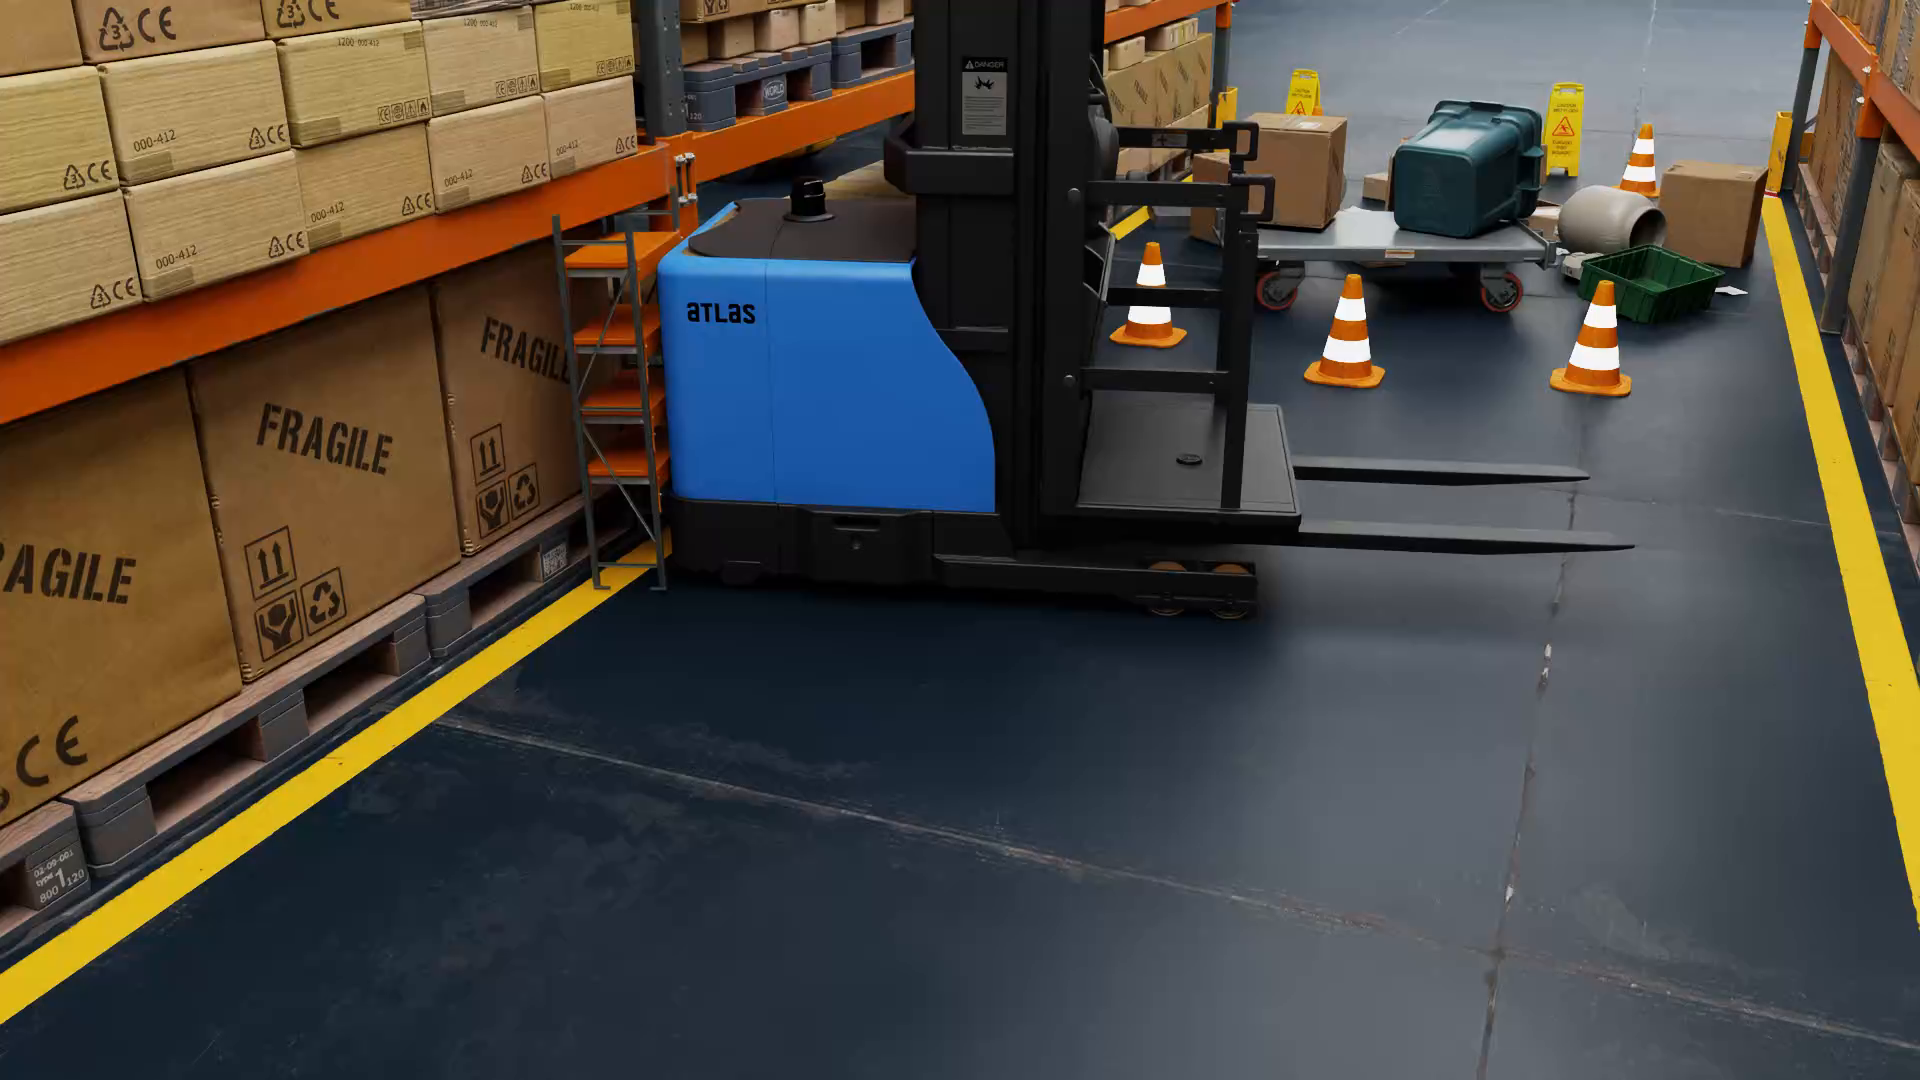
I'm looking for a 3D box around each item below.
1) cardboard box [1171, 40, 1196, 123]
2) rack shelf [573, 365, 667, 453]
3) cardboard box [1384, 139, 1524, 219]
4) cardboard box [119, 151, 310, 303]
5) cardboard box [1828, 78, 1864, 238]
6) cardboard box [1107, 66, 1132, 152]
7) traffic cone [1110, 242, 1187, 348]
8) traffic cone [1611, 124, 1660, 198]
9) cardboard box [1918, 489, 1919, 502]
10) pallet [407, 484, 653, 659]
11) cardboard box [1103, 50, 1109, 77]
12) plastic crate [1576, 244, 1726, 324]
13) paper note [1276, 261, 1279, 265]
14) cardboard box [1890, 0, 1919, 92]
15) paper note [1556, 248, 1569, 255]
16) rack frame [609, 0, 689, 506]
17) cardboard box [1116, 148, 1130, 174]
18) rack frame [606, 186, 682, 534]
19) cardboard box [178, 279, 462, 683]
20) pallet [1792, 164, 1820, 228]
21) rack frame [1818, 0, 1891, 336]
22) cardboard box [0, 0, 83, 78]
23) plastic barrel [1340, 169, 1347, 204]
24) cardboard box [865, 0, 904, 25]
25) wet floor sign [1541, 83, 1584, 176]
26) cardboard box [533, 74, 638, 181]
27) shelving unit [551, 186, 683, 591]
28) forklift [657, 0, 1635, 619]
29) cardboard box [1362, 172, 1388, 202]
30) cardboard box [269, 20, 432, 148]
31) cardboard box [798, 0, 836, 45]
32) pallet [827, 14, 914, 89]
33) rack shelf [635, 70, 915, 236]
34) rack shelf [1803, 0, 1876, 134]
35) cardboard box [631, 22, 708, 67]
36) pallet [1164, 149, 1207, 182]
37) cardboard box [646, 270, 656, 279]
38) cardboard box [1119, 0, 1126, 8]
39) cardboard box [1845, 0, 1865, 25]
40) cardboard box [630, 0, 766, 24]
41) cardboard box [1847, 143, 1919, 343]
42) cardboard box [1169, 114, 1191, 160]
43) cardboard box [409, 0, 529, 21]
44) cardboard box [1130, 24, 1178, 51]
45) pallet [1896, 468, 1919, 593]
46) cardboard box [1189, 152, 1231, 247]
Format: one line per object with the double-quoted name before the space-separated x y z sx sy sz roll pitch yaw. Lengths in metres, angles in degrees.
"cardboard box" 1.320 -3.209 11.591 0.500 0.500 0.500 10 25 22
"rack shelf" -1.042 -0.427 5.370 0.258 0.148 0.480 1 22 7
"cardboard box" 2.924 -2.034 9.789 0.797 0.637 0.503 9 24 20
"cardboard box" -1.893 -0.750 3.848 0.500 0.250 0.500 8 24 19
"cardboard box" 5.343 -2.097 9.091 0.875 0.875 0.875 9 24 20
"cardboard box" 0.738 -2.655 10.264 0.500 0.500 0.500 10 25 22
"traffic cone" 0.919 -1.203 8.031 0.336 0.463 0.334 9 24 20
"traffic cone" 4.684 -2.620 11.422 0.336 0.463 0.334 9 24 20
"cardboard box" 3.537 -0.275 4.891 1.050 0.750 0.750 8 24 19
"pallet" -1.769 -0.029 5.545 1.003 0.211 1.213 9 24 20
"cardboard box" 0.652 -2.797 9.763 0.380 0.149 0.250 9 24 21
"plastic crate" 3.562 -1.325 8.603 0.662 0.188 0.450 -17 38 -35
"paper note" 1.861 -1.594 9.526 0.148 0.019 0.142 9 24 20
"cardboard box" 4.081 -2.061 6.664 0.500 0.500 0.500 9 24 20
"paper note" 3.519 -1.720 9.838 0.172 0.023 0.155 19 29 38
"rack frame" -1.406 -1.587 5.657 1.000 3.000 0.127 9 24 20
"cardboard box" 0.738 -2.308 10.407 0.500 0.250 0.500 10 25 23
"rack frame" -1.016 -0.579 5.570 0.240 1.200 0.015 1 22 7
"cardboard box" -2.075 -0.246 4.660 0.875 0.875 0.875 9 24 21
"pallet" 5.975 -2.193 10.727 1.003 0.211 1.213 9 24 20
"rack frame" 4.714 -2.346 7.474 1.000 3.000 0.127 9 24 20
"cardboard box" -2.109 -1.144 3.171 0.500 0.500 0.500 8 24 19
"plastic barrel" 2.204 -2.305 10.719 0.421 0.421 0.512 -12 25 -26
"cardboard box" -0.467 -2.326 7.207 0.380 0.149 0.250 10 25 22
"wet floor sign" 4.372 -2.985 12.058 0.267 0.644 0.232 5 23 11
"cardboard box" -1.352 -1.299 5.164 0.500 0.250 0.500 8 24 18
"shelving unit" -1.044 -0.490 5.345 0.258 1.200 0.503 1 22 7
"forklift" 0.619 -1.324 5.117 3.031 2.935 1.130 3 23 6
"cardboard box" 2.955 -2.376 11.246 0.250 0.149 0.380 -17 28 -35
"cardboard box" -1.708 -1.168 4.202 0.500 0.250 0.500 8 24 19
"cardboard box" -0.710 -2.038 6.517 0.380 0.149 0.250 9 24 20
"pallet" -0.708 -2.213 7.404 1.003 0.211 1.213 9 24 20
"rack shelf" -0.663 -1.971 7.509 1.077 0.370 4.000 9 24 20
"rack shelf" 5.456 -2.729 9.326 1.077 0.370 4.000 9 24 20
"cardboard box" -1.112 -1.754 5.839 0.380 0.149 0.250 7 24 17
"pallet" 1.203 -2.850 12.299 1.003 0.211 1.213 9 24 20
"cardboard box" -0.920 -1.034 7.198 0.950 0.372 0.625 8 24 19
"cardboard box" 0.805 -3.350 10.204 0.380 0.149 0.250 9 24 20
"cardboard box" 5.436 -3.129 9.155 0.875 0.550 0.500 9 24 20
"cardboard box" -1.024 -2.092 5.806 0.500 0.500 0.500 8 24 19
"cardboard box" 4.566 -1.266 7.264 1.050 0.750 0.750 9 24 20
"cardboard box" 1.316 -2.863 11.734 0.500 0.250 0.500 9 24 20
"cardboard box" -1.538 -1.687 4.470 0.500 0.500 0.500 9 24 21
"cardboard box" 1.241 -3.371 11.138 0.380 0.149 0.250 10 25 22
"pallet" 3.591 0.101 5.234 1.003 0.211 1.213 9 24 20
"cardboard box" 1.741 -2.055 10.017 0.500 0.500 0.500 -12 25 -26
